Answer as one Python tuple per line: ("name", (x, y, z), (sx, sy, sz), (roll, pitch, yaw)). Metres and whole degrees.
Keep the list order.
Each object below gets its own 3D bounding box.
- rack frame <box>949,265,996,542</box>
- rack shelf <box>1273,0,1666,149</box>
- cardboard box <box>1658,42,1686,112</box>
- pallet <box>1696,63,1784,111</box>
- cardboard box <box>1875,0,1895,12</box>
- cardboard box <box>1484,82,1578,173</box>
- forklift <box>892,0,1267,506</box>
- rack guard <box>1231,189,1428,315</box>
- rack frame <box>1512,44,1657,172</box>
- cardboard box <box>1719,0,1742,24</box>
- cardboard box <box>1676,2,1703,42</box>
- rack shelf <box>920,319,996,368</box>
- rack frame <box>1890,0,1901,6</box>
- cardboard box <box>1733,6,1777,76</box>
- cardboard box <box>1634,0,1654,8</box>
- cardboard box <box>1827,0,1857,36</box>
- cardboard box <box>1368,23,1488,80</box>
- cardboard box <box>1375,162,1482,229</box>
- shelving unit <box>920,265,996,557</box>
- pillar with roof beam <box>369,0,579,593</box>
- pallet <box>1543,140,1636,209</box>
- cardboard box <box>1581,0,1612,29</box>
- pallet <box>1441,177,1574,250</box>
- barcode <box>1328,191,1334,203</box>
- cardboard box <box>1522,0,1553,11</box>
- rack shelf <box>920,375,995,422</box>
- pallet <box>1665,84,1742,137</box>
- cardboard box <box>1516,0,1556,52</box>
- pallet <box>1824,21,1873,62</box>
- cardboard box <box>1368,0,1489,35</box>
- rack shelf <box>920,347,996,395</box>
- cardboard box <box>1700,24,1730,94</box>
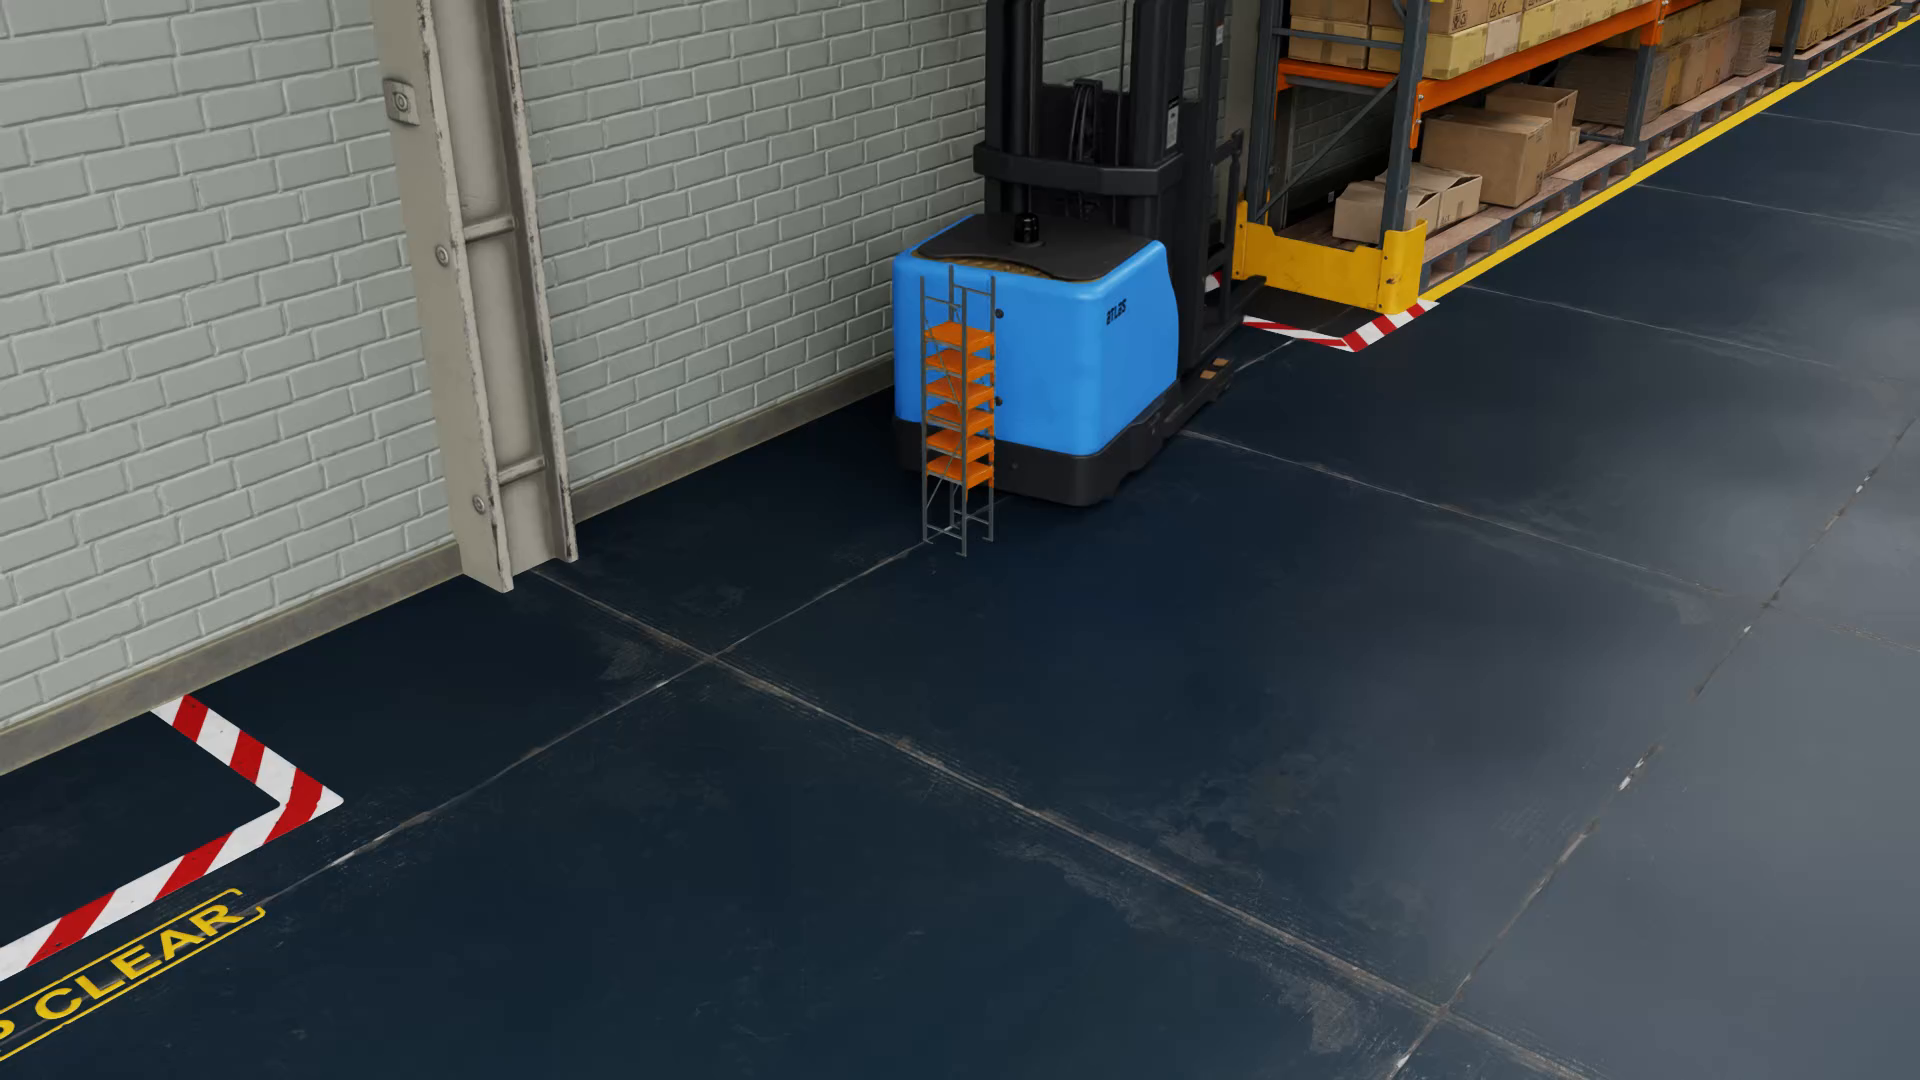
("rack frame", (0.049, -0.560, 7.027), (0.240, 1.200, 0.006), (21, 34, 34))
("rack shelf", (3.443, -3.245, 11.041), (1.077, 0.370, 4.000), (21, 34, 34))
("cardboard box", (5.460, -3.822, 13.616), (0.700, 0.500, 0.500), (20, 33, 33))
("pallet", (6.761, -4.176, 15.093), (1.003, 0.211, 1.213), (21, 34, 34))
("cardboard box", (9.490, -6.073, 17.607), (0.750, 0.750, 0.750), (21, 34, 35))
("cardboard box", (4.086, -2.979, 11.985), (0.500, 0.500, 0.500), (18, 32, 31))
("forklift", (0.806, -2.100, 8.119), (1.130, 2.935, 3.031), (13, 30, 24))
("rack guard", (2.219, -1.772, 10.131), (1.175, 0.500, 0.348), (21, 34, 34))
("rack frame", (4.715, -4.273, 12.246), (1.000, 3.000, 0.127), (21, 34, 34))
("cardboard box", (6.431, -4.655, 14.410), (0.500, 0.250, 0.500), (21, 34, 35))
("cardboard box", (5.776, -4.300, 13.723), (0.500, 0.250, 0.500), (20, 33, 33))
("rack shelf", (-0.009, -0.808, 6.819), (0.258, 0.103, 0.180), (21, 34, 34))
("rack frame", (9.804, -7.110, 17.729), (1.000, 3.000, 0.127), (21, 34, 34))
("cardboard box", (6.842, -4.506, 14.938), (0.700, 0.500, 0.500), (21, 34, 35))
("cardboard box", (4.648, -3.959, 11.780), (0.500, 0.250, 0.500), (21, 34, 35))
("cardboard box", (8.390, -5.454, 16.411), (0.750, 0.750, 0.750), (21, 34, 34))
("cardboard box", (2.726, -2.878, 9.689), (0.500, 0.250, 0.500), (20, 33, 33))
("cardboard box", (3.043, -2.277, 10.835), (0.500, 0.311, 0.500), (24, 36, 38))
("shelving unit", (-0.009, -0.528, 6.964), (0.258, 1.200, 0.189), (21, 34, 34))
("pillar with roof beam", (1.454, -2.635, 2.550), (9.100, 9.000, 0.400), (21, 34, 34))
("pallet", (4.315, -2.786, 12.406), (1.003, 0.211, 1.213), (21, 34, 34))
("cardboard box", (4.016, -3.602, 11.090), (0.500, 0.250, 0.500), (21, 34, 34))
("pallet", (3.539, -2.352, 11.567), (1.003, 0.211, 1.213), (21, 34, 34))
("barcode", (2.383, -2.203, 10.681), (0.001, 0.075, 0.075), (21, 34, 34))
("cardboard box", (3.362, -3.566, 10.203), (0.500, 0.500, 0.500), (19, 33, 33))
("rack shelf", (-0.009, -0.595, 6.930), (0.258, 0.103, 0.180), (21, 34, 34))
("pallet", (5.985, -3.746, 14.261), (1.003, 0.211, 1.213), (21, 34, 34))
("cardboard box", (3.374, -3.245, 10.399), (0.500, 0.250, 0.500), (20, 34, 34))
("pallet", (8.595, -5.141, 16.958), (1.003, 0.211, 1.213), (21, 34, 34))
("cardboard box", (2.706, -3.212, 9.519), (0.500, 0.500, 0.500), (21, 34, 34))
("rack shelf", (-0.009, -0.701, 6.875), (0.258, 0.103, 0.180), (21, 34, 34))
("cardboard box", (6.130, -4.173, 14.294), (0.700, 0.500, 0.500), (21, 34, 34))
